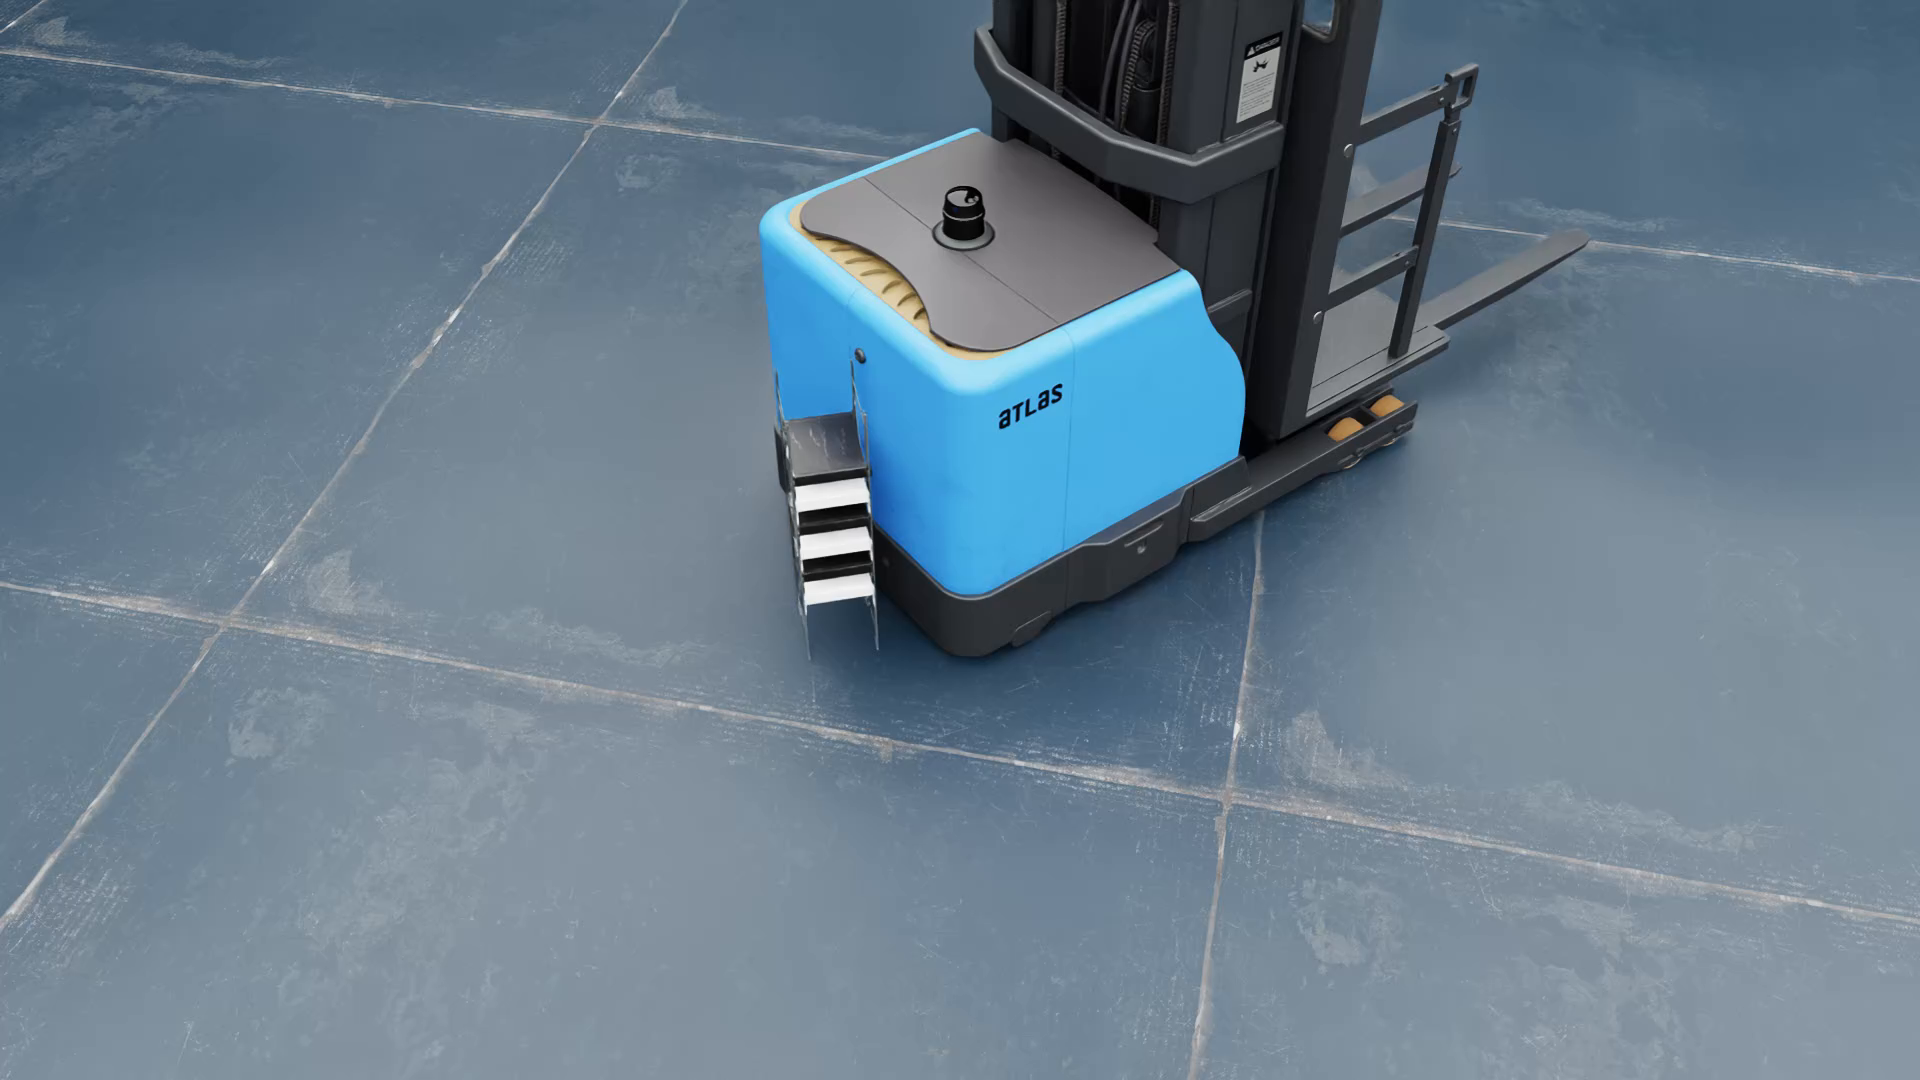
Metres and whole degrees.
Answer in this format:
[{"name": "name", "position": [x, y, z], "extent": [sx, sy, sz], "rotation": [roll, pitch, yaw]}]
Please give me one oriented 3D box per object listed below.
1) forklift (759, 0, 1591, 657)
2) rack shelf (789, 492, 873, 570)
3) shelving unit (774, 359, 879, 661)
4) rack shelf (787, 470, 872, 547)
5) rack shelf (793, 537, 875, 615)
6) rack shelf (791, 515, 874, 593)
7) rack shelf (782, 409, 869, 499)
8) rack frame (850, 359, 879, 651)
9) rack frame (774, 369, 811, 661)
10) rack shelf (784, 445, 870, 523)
[{"name": "forklift", "position": [0.901, -1.558, 4.755], "extent": [3.031, 2.935, 1.130], "rotation": [-28, 50, -26]}, {"name": "rack shelf", "position": [-0.367, -0.041, 4.691], "extent": [0.200, 0.077, 0.258], "rotation": [-8, 45, -9]}, {"name": "shelving unit", "position": [-0.367, -0.065, 4.668], "extent": [0.210, 0.900, 0.258], "rotation": [-8, 45, -9]}, {"name": "rack shelf", "position": [-0.367, -0.106, 4.629], "extent": [0.200, 0.077, 0.258], "rotation": [-8, 45, -9]}, {"name": "rack shelf", "position": [-0.367, 0.089, 4.816], "extent": [0.200, 0.077, 0.258], "rotation": [-8, 45, -9]}, {"name": "rack shelf", "position": [-0.367, 0.024, 4.754], "extent": [0.200, 0.077, 0.258], "rotation": [-8, 45, -9]}, {"name": "rack shelf", "position": [-0.367, -0.235, 4.504], "extent": [0.200, 0.077, 0.258], "rotation": [-8, 45, -9]}, {"name": "rack frame", "position": [-0.267, -0.079, 4.683], "extent": [0.006, 0.900, 0.240], "rotation": [-8, 45, -9]}, {"name": "rack frame", "position": [-0.466, -0.050, 4.653], "extent": [0.006, 0.900, 0.240], "rotation": [-8, 45, -9]}, {"name": "rack shelf", "position": [-0.367, -0.170, 4.567], "extent": [0.200, 0.077, 0.258], "rotation": [-8, 45, -9]}]
